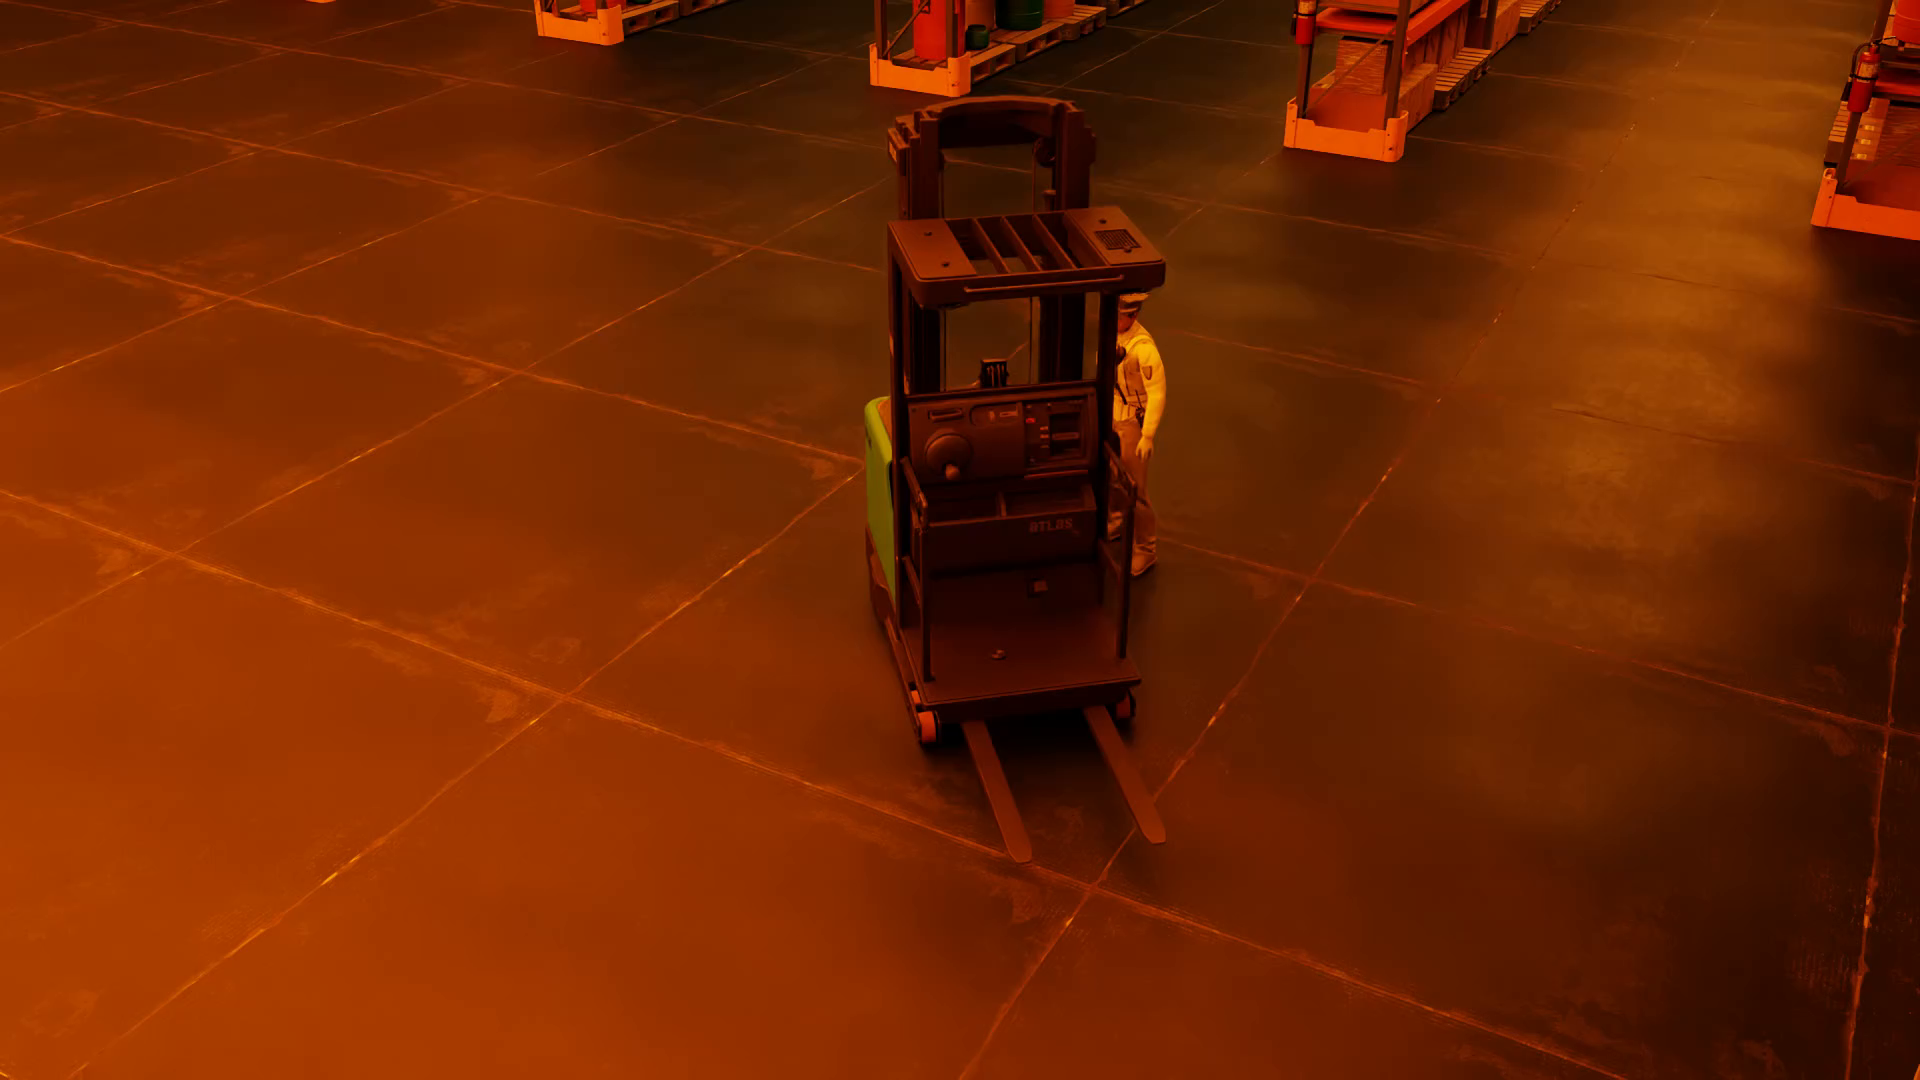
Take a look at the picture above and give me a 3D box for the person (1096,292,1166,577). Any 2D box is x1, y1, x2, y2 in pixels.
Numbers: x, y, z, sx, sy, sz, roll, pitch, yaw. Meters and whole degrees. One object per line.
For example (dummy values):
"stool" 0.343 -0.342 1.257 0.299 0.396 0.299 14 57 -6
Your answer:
"person" 0.943 -0.674 9.535 0.376 1.641 0.713 -16 34 -26

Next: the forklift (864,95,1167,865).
"forklift" 0.262 -0.460 7.867 1.130 2.935 3.031 -6 31 -10
